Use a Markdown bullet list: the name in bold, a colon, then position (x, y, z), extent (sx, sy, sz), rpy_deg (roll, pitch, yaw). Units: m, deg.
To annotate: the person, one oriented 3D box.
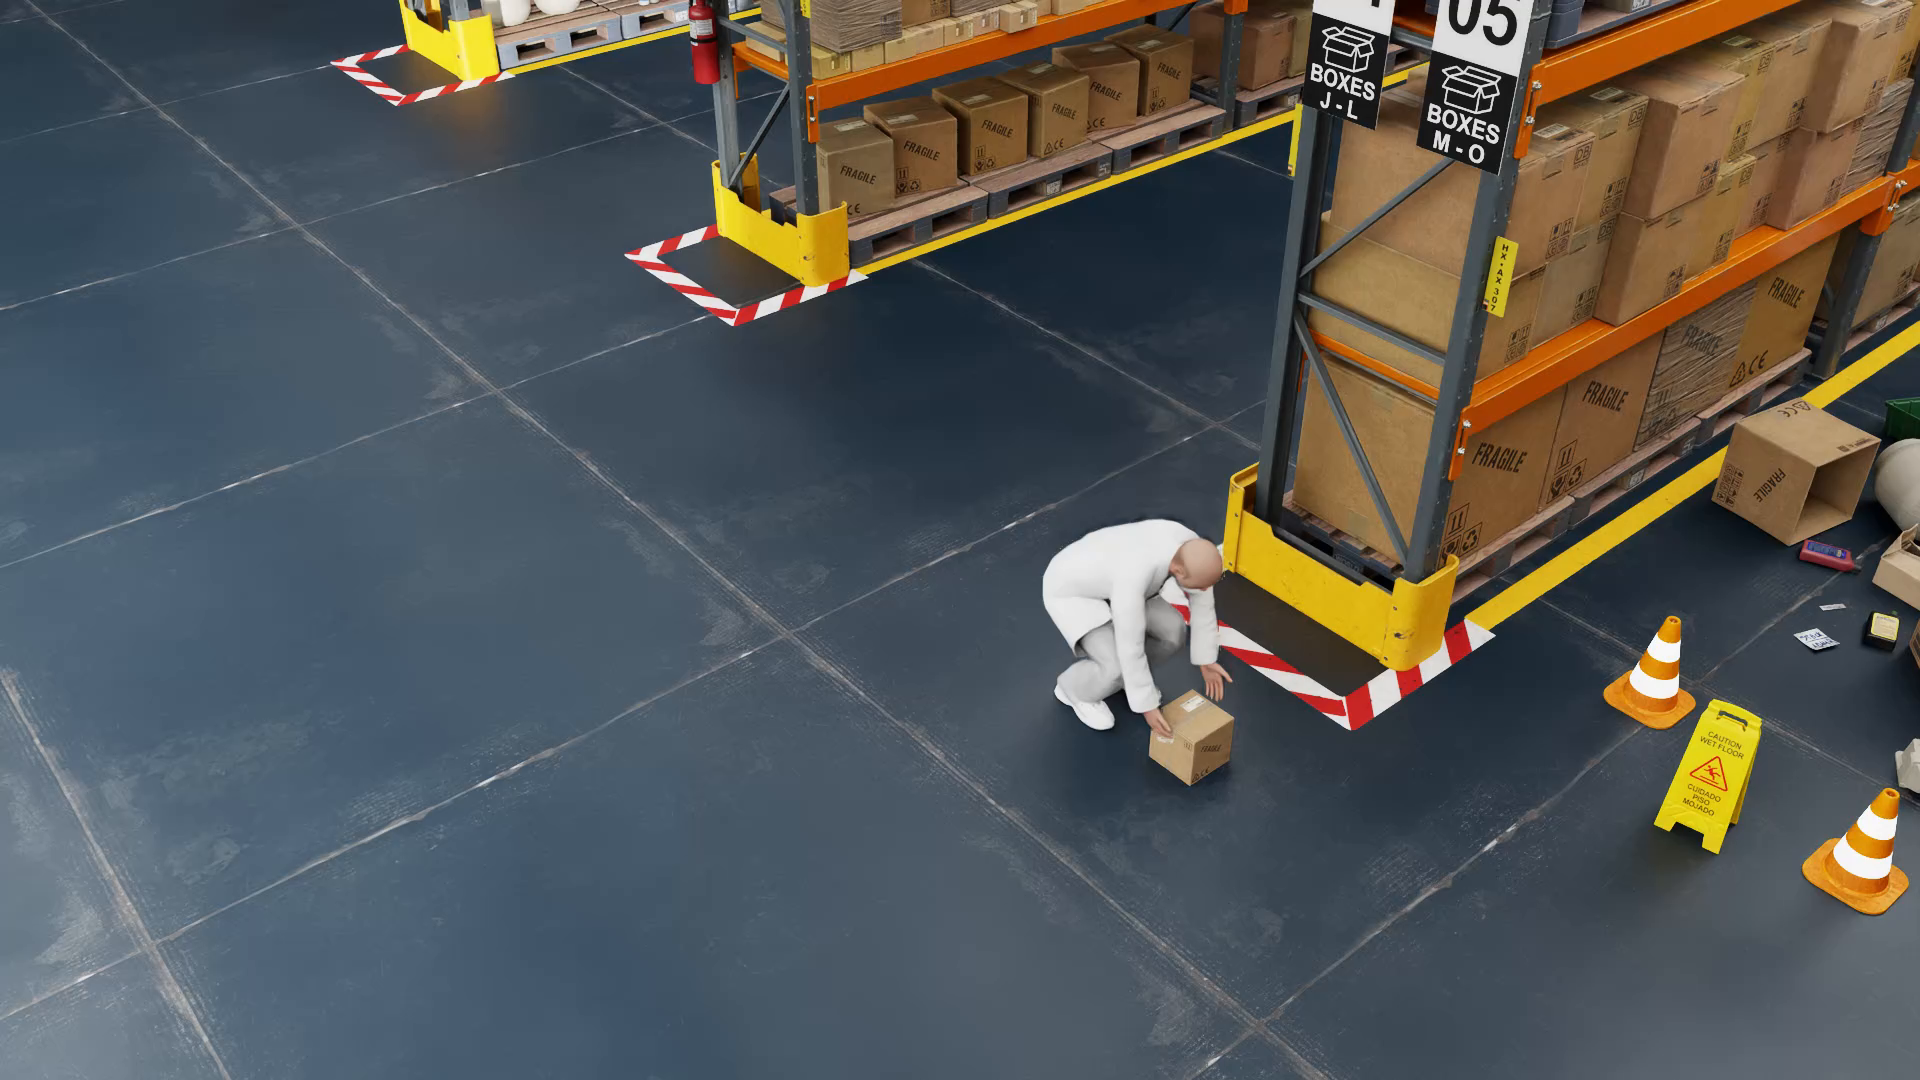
- **person**: position (0.754, 0.334, 7.249), extent (0.613, 1.054, 0.879), rpy_deg (-26, 43, -32)
